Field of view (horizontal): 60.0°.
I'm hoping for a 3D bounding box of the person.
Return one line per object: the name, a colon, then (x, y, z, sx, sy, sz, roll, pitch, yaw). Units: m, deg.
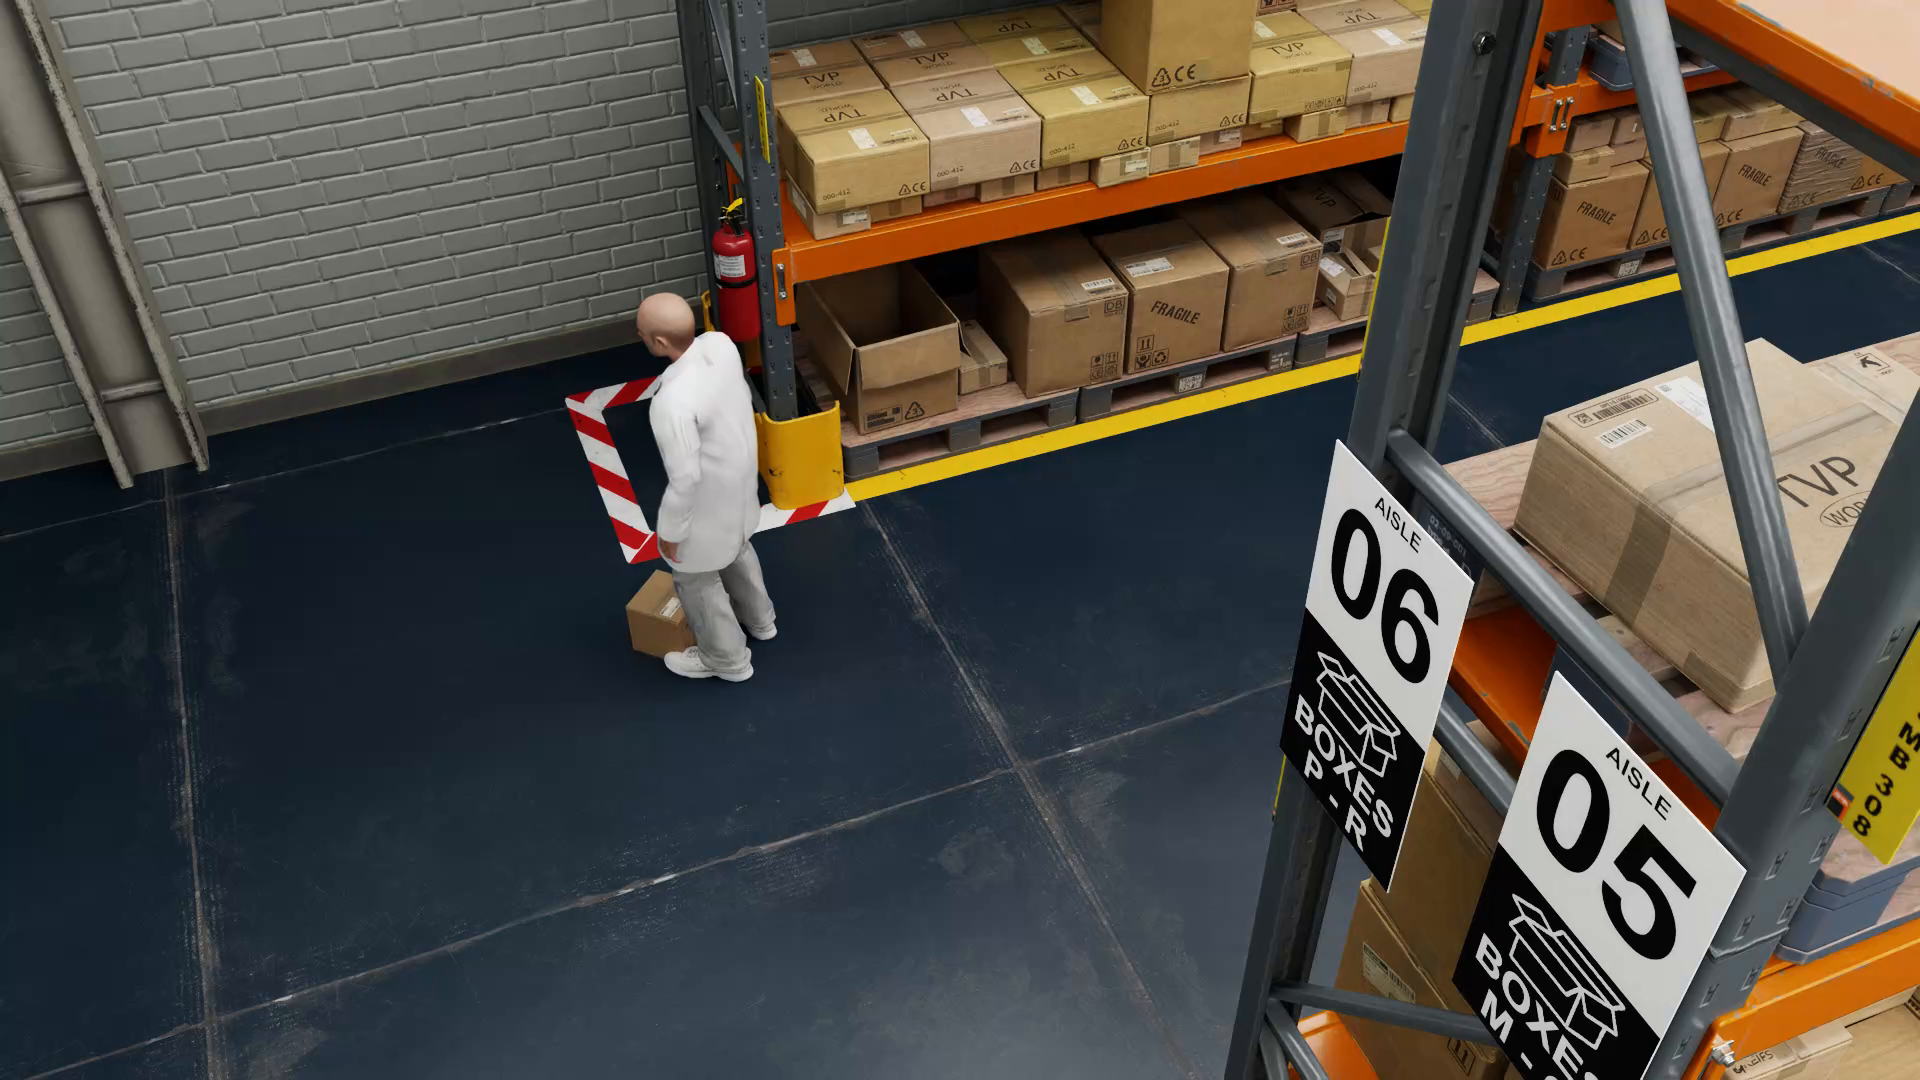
person: (-0.984, -0.186, 6.383, 0.424, 1.774, 0.653, 12, 43, 14)
